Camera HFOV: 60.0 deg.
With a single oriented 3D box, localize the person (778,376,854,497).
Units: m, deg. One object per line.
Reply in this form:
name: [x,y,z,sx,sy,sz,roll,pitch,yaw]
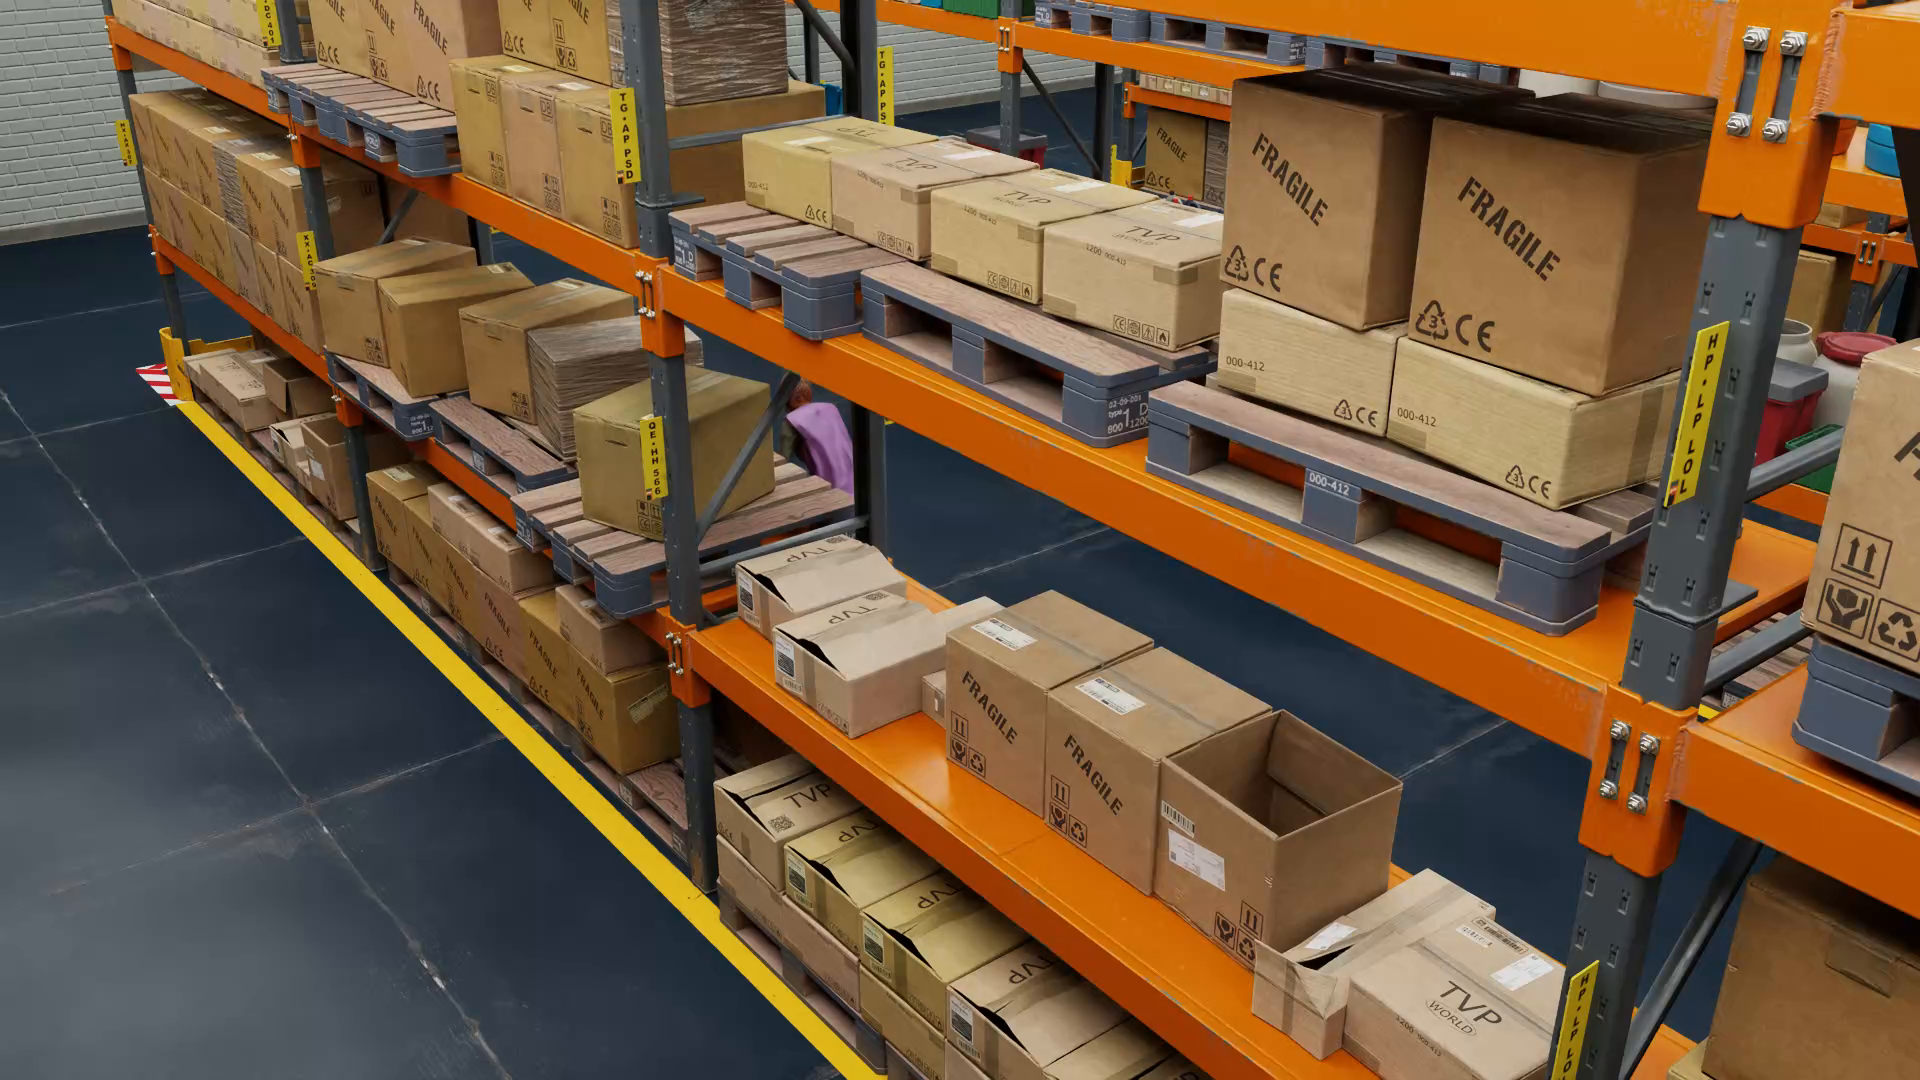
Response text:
person: [-0.813,-0.239,9.580,0.463,1.223,0.655,-18,31,-34]
